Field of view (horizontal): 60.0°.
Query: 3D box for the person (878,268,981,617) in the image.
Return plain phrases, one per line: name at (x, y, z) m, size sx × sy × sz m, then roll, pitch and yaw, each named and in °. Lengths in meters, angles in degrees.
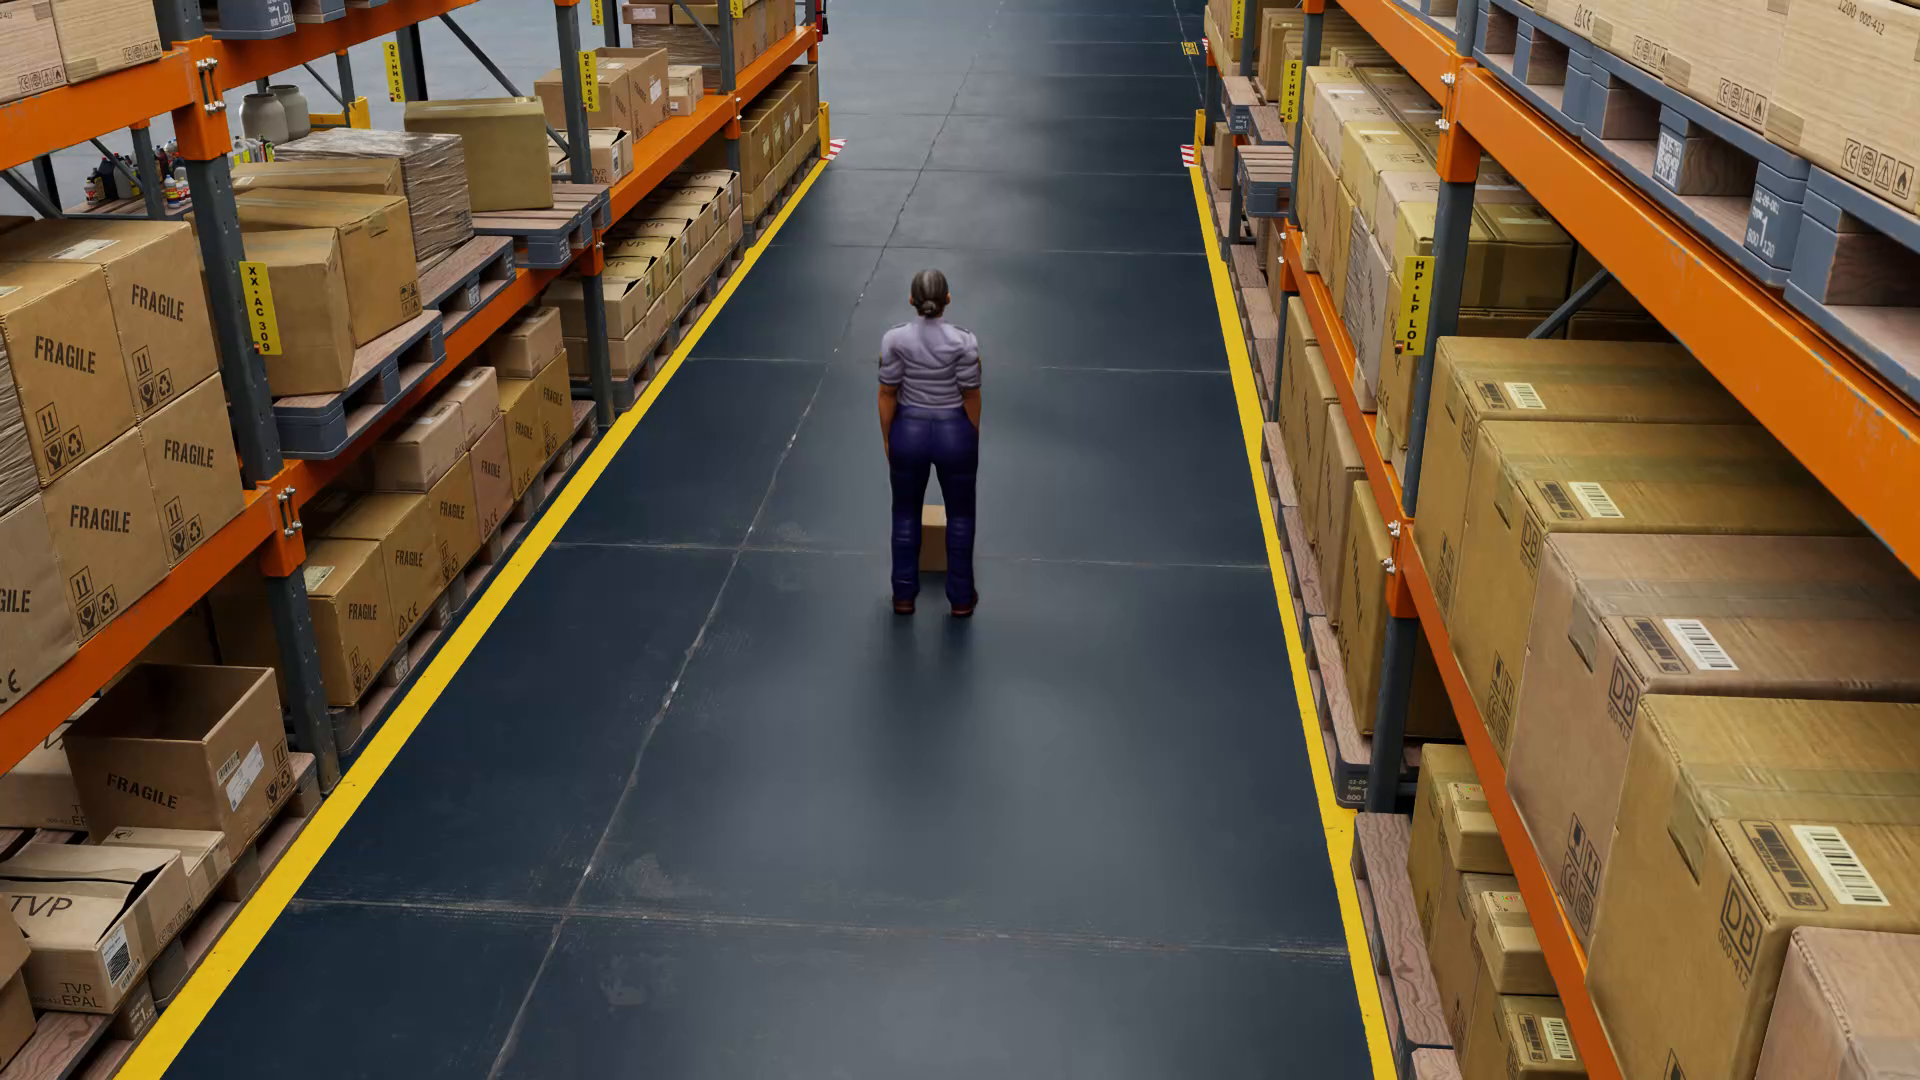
person at (-0.133, -0.437, 7.595) m, size 0.466 × 1.659 × 0.343 m, roll 2°, pitch 25°, yaw 5°
